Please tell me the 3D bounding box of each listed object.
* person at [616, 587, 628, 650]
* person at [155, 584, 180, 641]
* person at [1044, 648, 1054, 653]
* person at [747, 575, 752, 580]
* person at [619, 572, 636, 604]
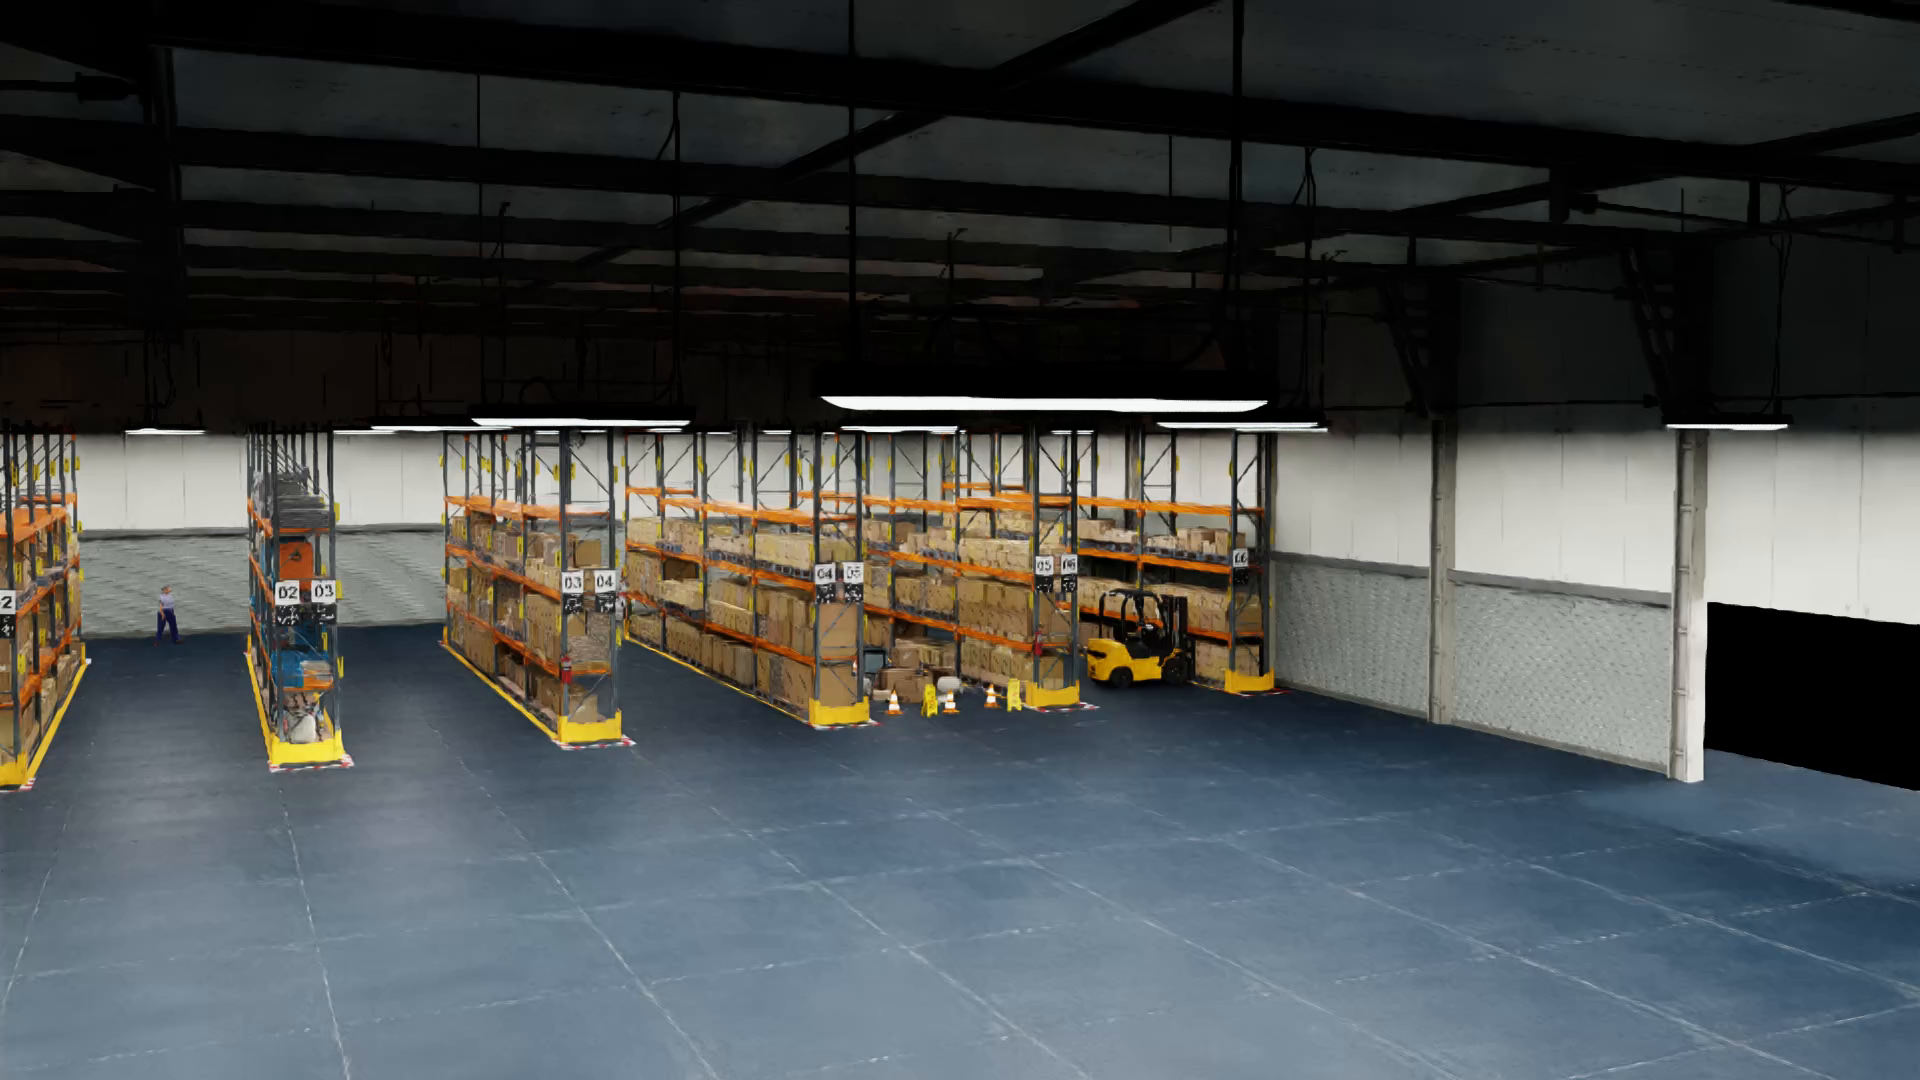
[{"bbox_3d":[-9.218,2.090,44.517,0.682,1.715,0.542,-2,4,-25],"label":"person"},{"bbox_3d":[-21.906,2.004,45.875,0.451,1.548,0.575,1,4,15],"label":"person"},{"bbox_3d":[2.046,2.405,39.111,0.487,1.725,0.577,0,4,7],"label":"person"},{"bbox_3d":[-6.148,1.809,49.429,0.536,1.670,0.582,-3,5,-43],"label":"person"},{"bbox_3d":[-9.874,1.758,49.409,0.626,1.735,0.373,2,4,32],"label":"person"}]
